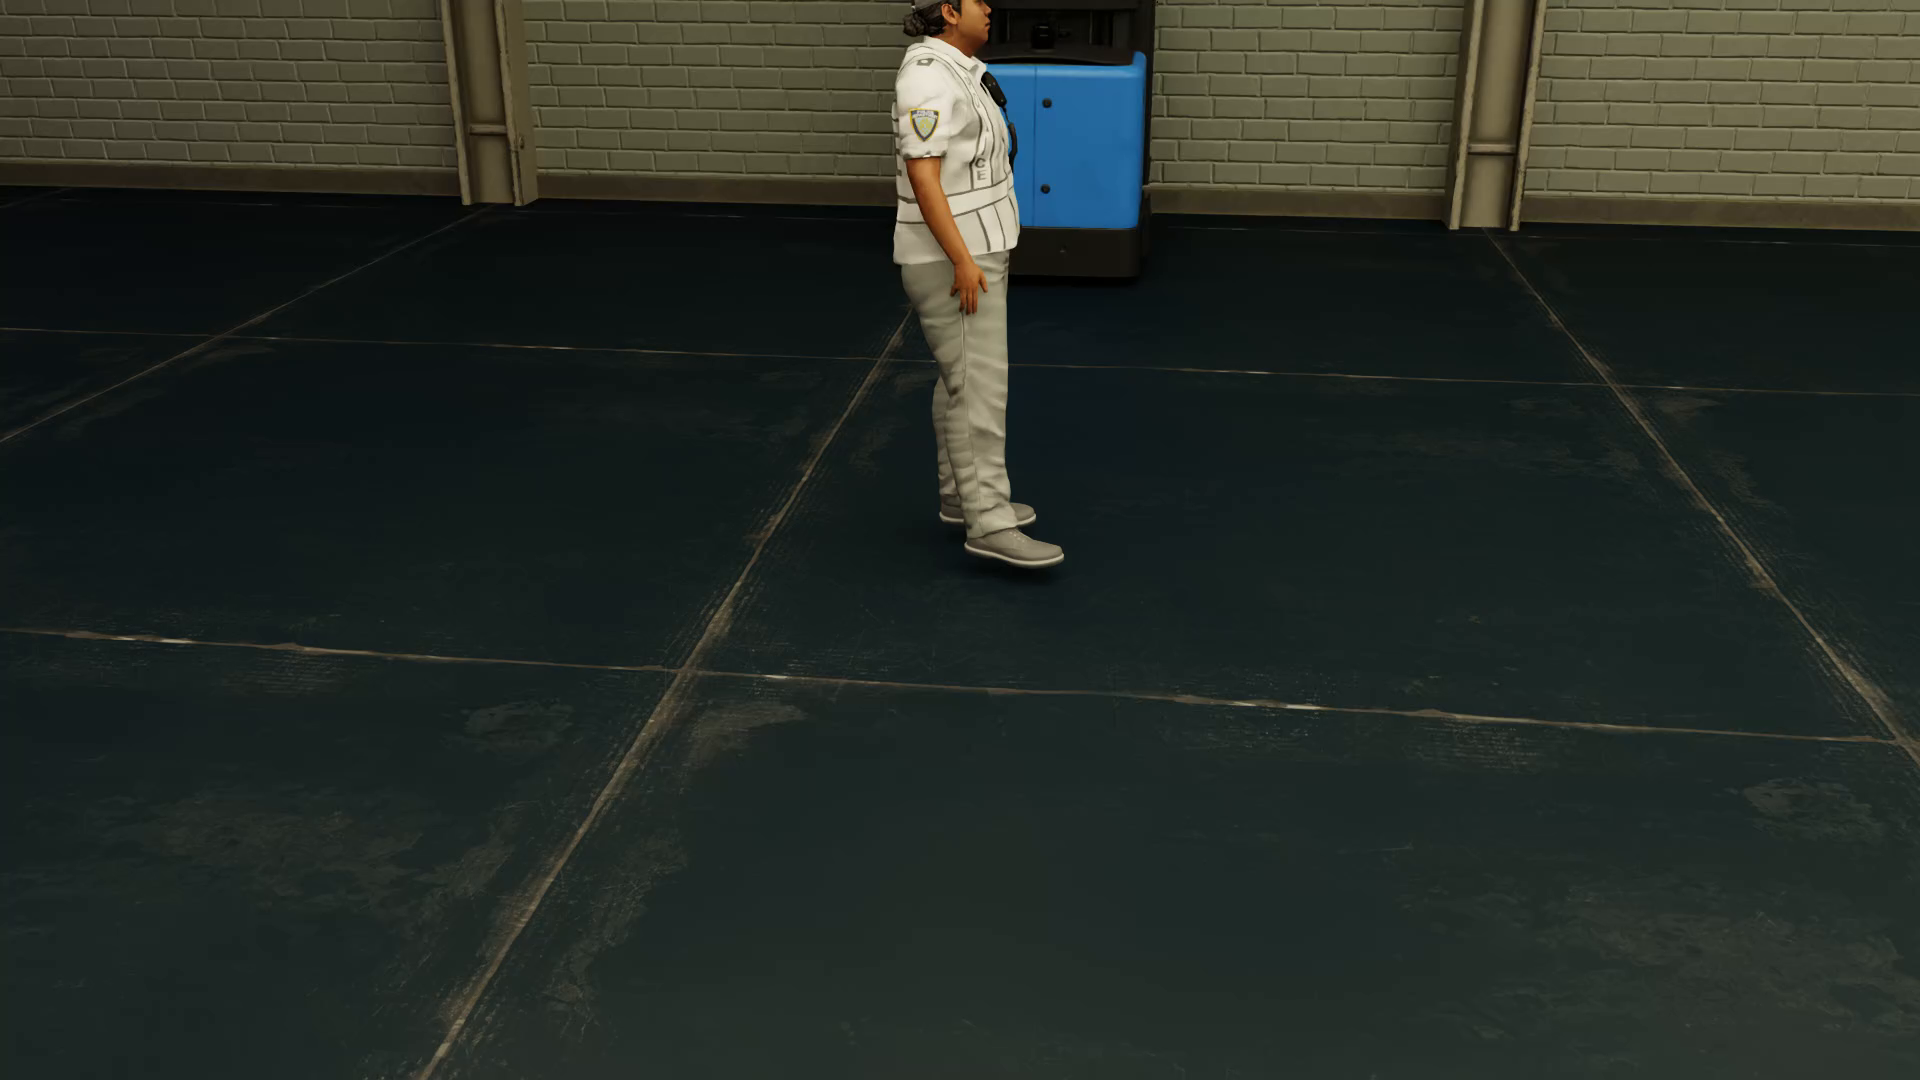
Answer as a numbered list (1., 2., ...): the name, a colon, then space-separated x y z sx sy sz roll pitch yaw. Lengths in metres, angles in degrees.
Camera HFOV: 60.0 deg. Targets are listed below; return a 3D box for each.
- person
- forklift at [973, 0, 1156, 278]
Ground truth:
1. person: 0.073 -0.806 4.818 0.528 1.669 0.598 3 22 7
2. forklift: 0.541 -3.164 9.111 1.130 2.935 3.031 3 22 6
